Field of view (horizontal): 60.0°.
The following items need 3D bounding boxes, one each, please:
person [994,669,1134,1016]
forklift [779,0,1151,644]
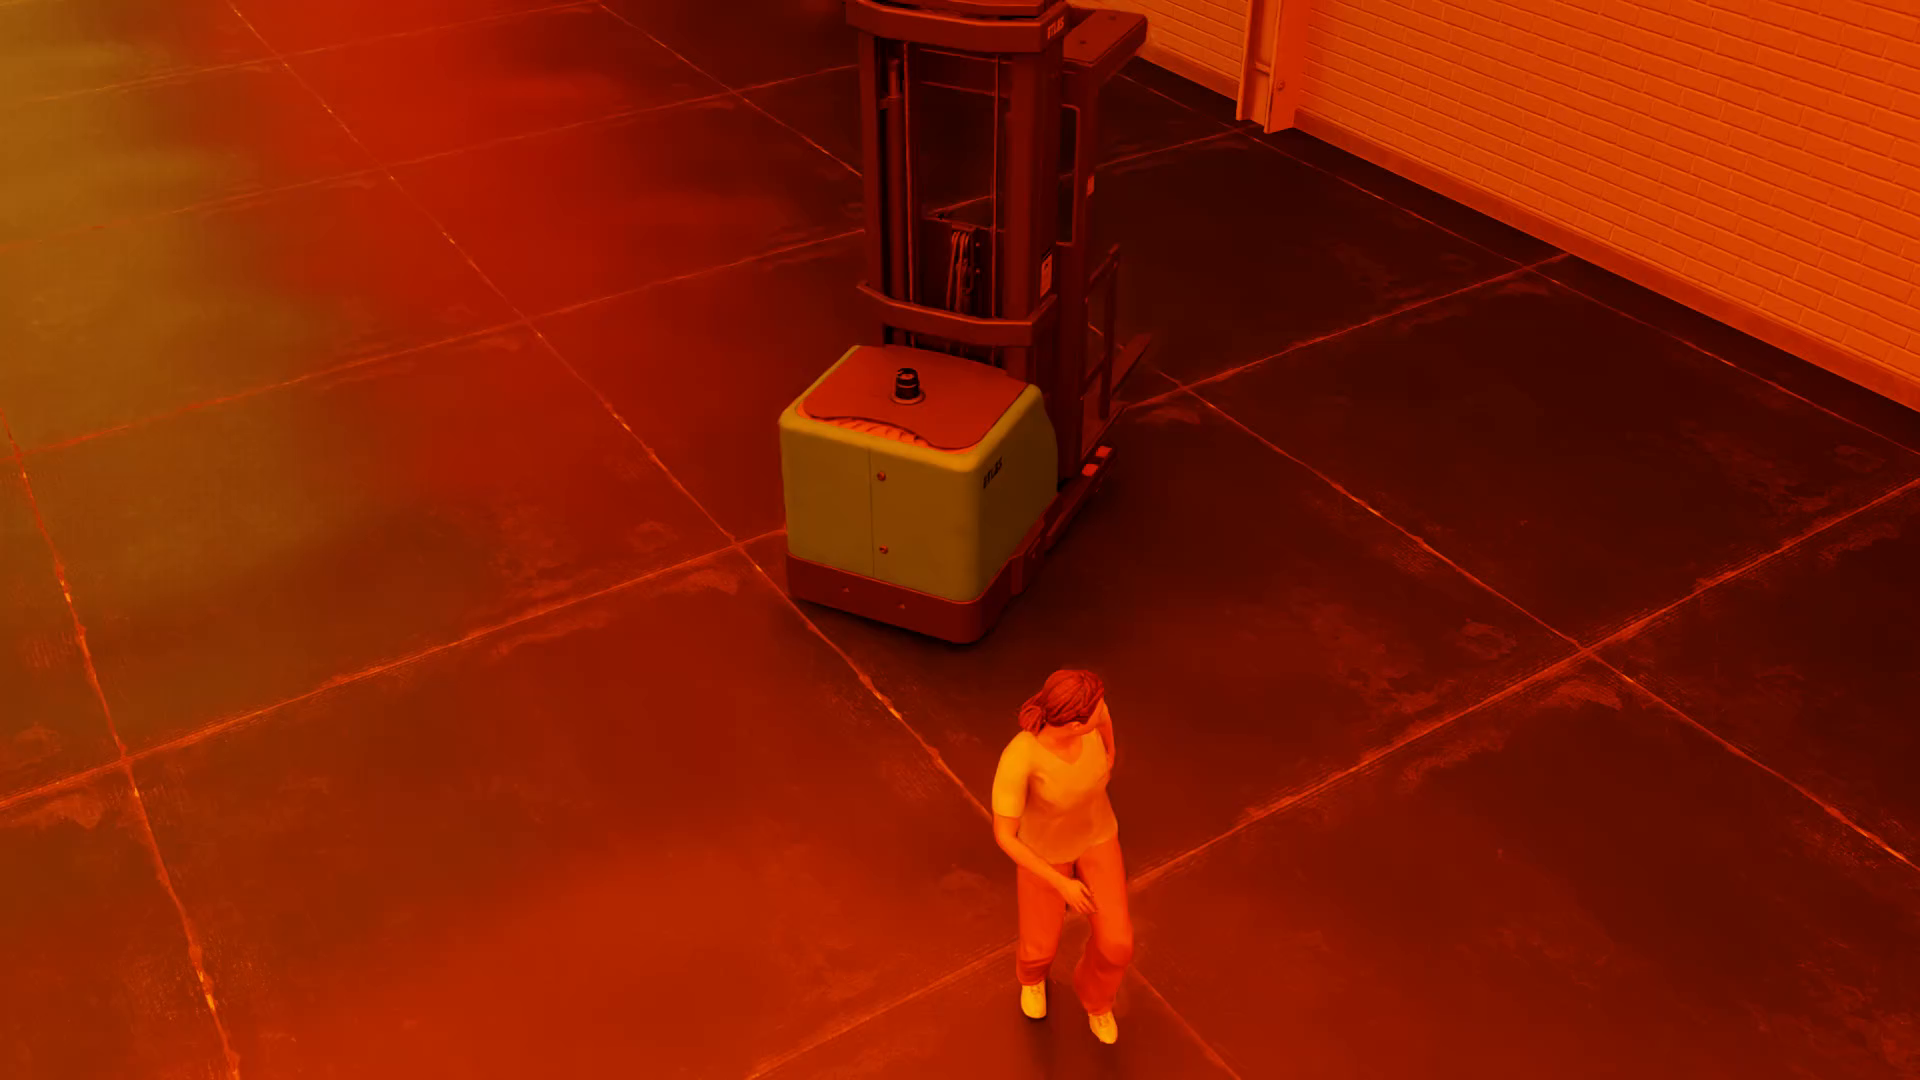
[{"bbox_3d":[0.360,1.033,5.773,0.585,1.544,0.700,-10,36,-13],"label":"person"},{"bbox_3d":[0.221,-1.546,8.348,1.130,2.935,3.031,15,38,20],"label":"forklift"}]
